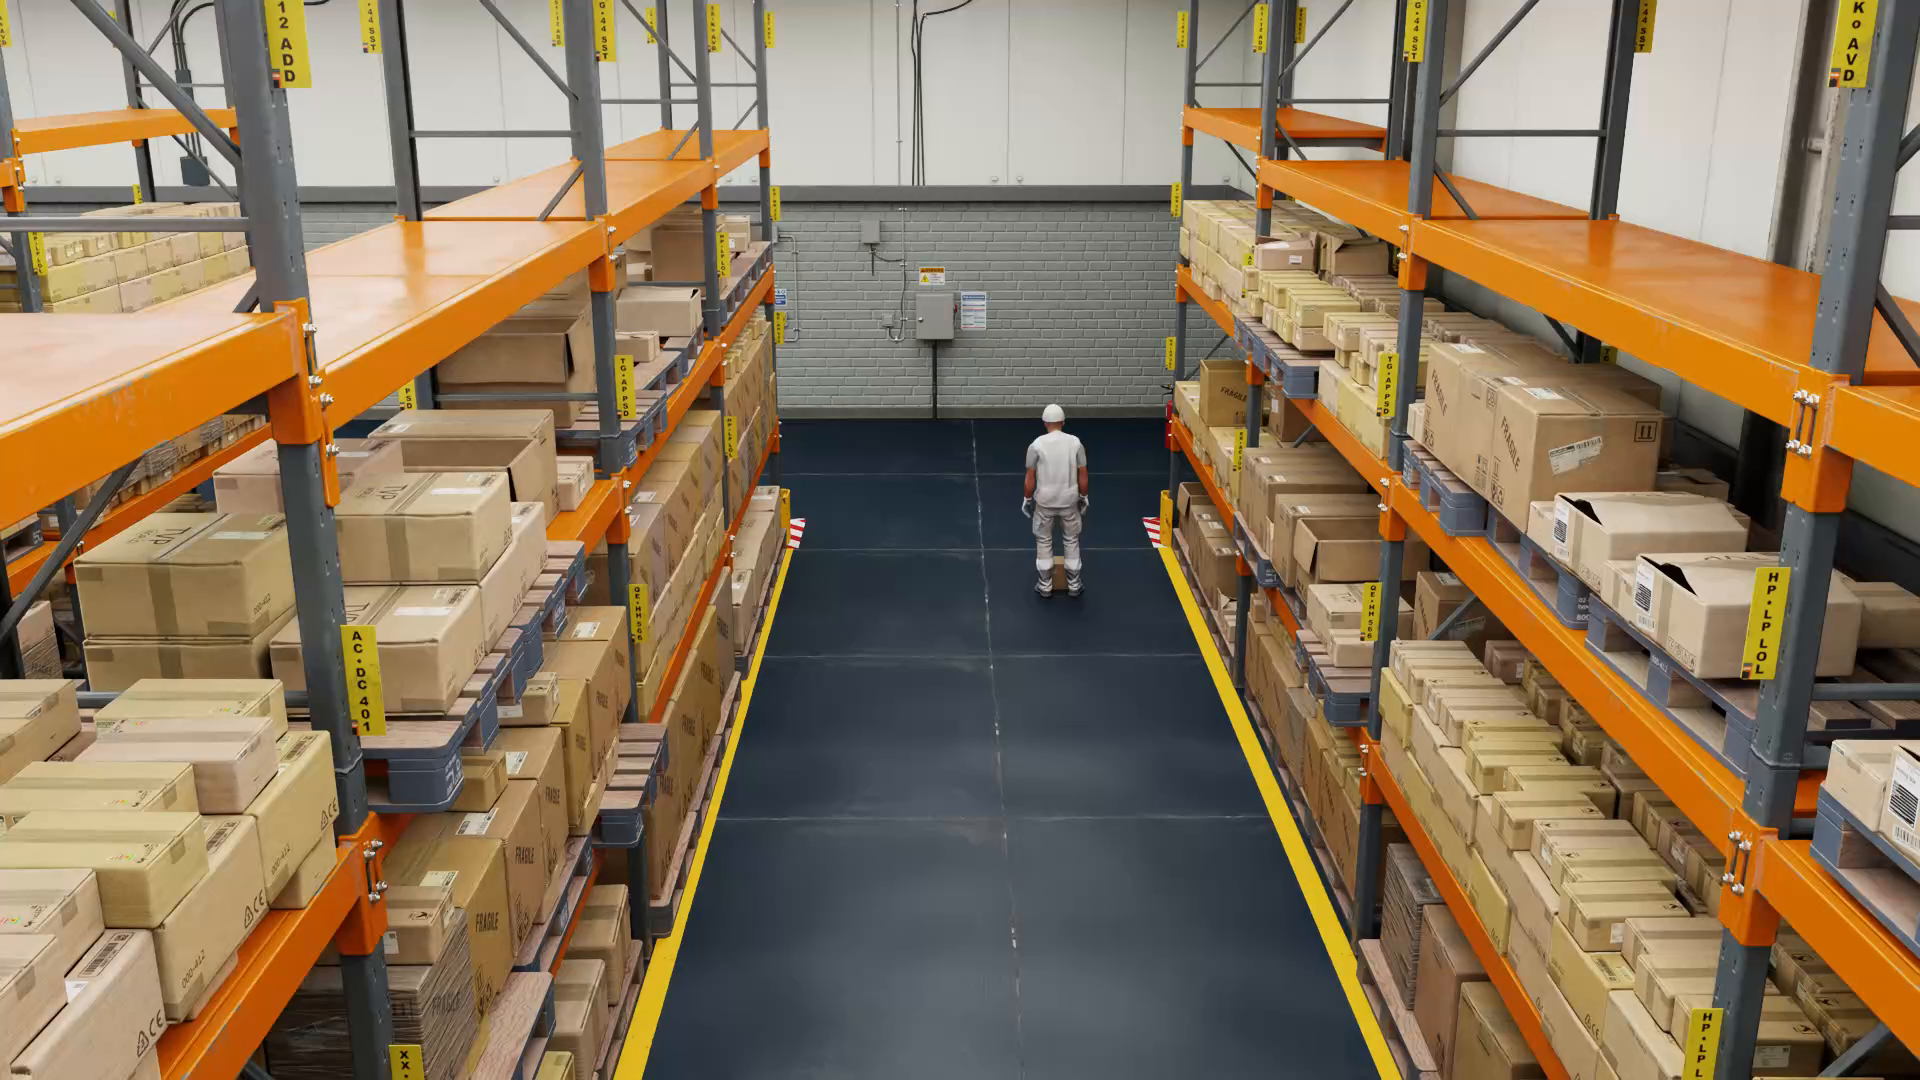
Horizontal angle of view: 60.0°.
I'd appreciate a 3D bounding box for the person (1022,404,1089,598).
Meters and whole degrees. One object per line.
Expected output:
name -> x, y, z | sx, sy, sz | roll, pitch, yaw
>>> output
person -> 0.874, -0.356, 15.185 | 0.619, 1.779, 0.450 | -1, 17, -4
